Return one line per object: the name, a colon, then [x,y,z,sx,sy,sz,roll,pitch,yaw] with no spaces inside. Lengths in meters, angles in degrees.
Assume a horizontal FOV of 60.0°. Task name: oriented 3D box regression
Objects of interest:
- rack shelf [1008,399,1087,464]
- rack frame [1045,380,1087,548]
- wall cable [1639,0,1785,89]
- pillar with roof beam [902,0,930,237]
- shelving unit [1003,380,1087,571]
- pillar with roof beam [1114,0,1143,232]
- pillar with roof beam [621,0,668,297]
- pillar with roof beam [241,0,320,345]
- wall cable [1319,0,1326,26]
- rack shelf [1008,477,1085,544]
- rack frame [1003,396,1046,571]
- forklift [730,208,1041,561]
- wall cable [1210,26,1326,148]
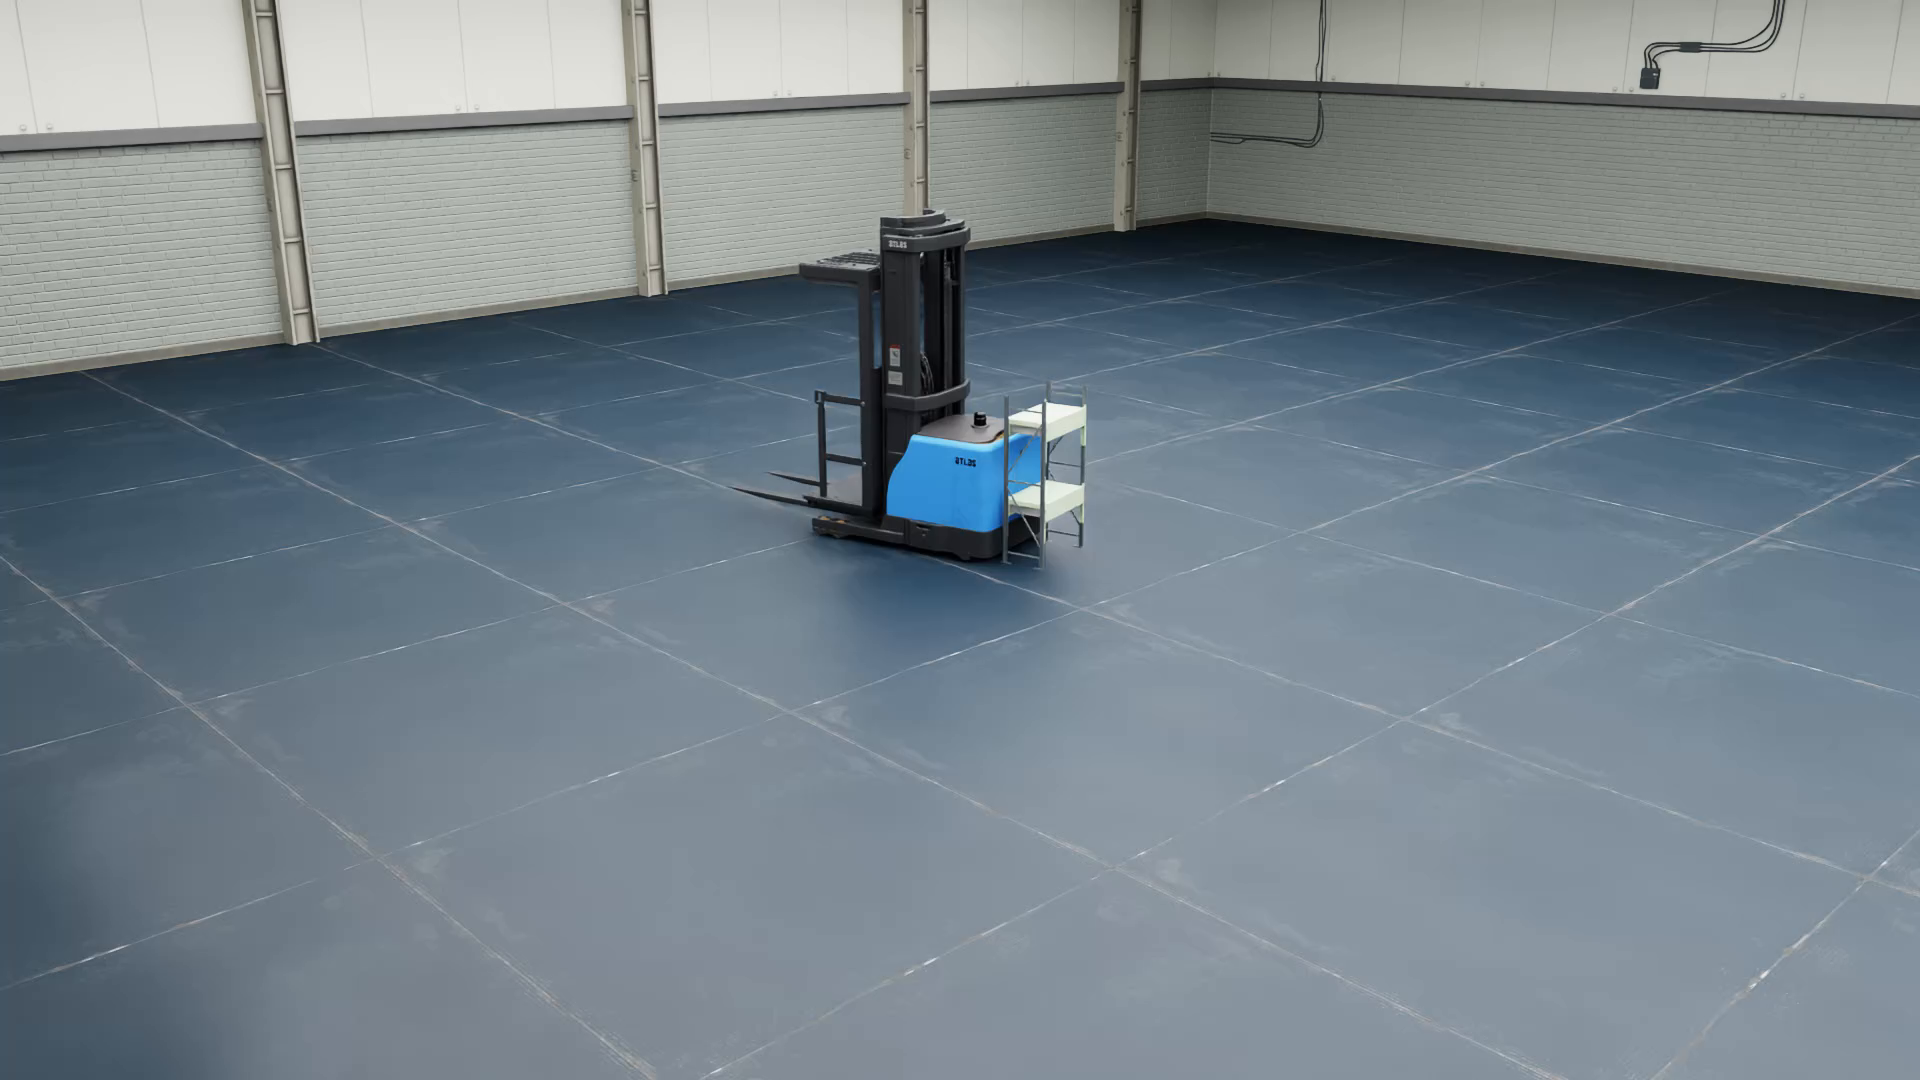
rack shelf: [0.745,-0.950,14.482,0.431,0.370,0.720,11,21,30]
rack frame: [0.939,-0.674,14.898,0.400,1.500,0.023,11,21,30]
wall cable: [13.108,-10.779,28.390,0.169,6.003,2.305,-16,24,-41]
pillar with roof beam: [2.146,-8.728,27.578,0.400,9.000,9.100,-16,24,-41]
shelving unit: [0.745,-0.579,14.603,0.431,1.500,0.755,11,21,30]
pillar with roof beam: [6.506,-9.999,31.500,0.400,9.000,9.100,-16,24,-41]
pillar with roof beam: [-2.213,-7.456,23.657,0.400,9.000,9.100,-16,24,-41]
pillar with roof beam: [-6.573,-6.185,19.736,0.400,9.000,9.100,-16,24,-41]
wall cable: [8.456,-11.611,33.317,0.112,2.526,3.097,-16,24,-41]
rack shelf: [0.745,-0.269,14.703,0.431,0.370,0.720,11,21,30]
rack frame: [0.552,-0.483,14.307,0.400,1.500,0.023,11,21,30]
forklift: [-0.771,-1.536,15.235,3.031,2.935,1.130,11,21,30]
wall cable: [6.598,-9.815,35.966,0.112,2.526,3.097,-16,24,-41]
